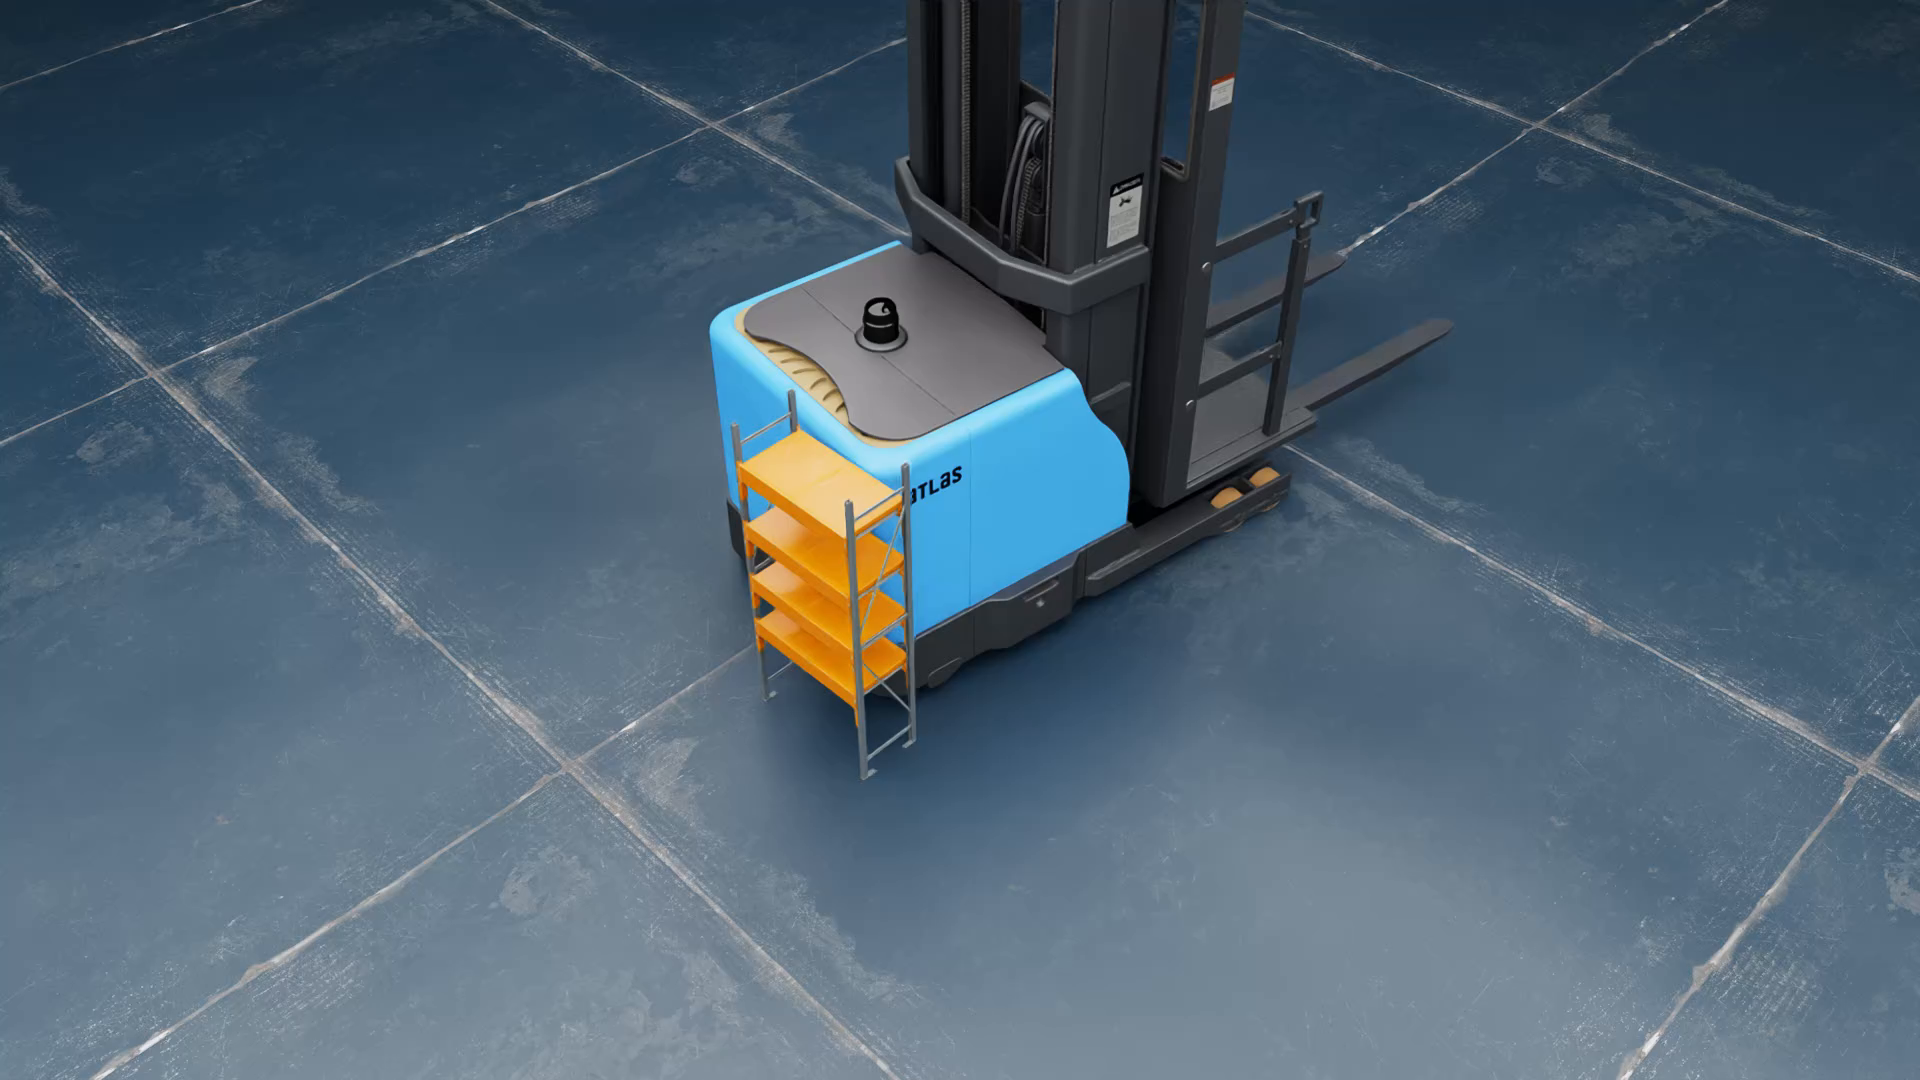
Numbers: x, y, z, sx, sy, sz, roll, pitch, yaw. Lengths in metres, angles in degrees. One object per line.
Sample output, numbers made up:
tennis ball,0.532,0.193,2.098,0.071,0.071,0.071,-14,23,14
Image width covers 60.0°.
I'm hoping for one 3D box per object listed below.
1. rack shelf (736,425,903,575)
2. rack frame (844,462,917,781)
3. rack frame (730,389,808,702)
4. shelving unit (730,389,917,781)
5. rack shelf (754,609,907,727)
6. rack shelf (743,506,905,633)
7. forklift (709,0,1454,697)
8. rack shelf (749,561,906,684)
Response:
rack shelf,-0.407,-0.124,4.921,0.480,0.148,0.258,34,52,31
rack frame,-0.233,0.280,5.062,0.015,1.200,0.240,34,52,31
rack frame,-0.582,0.049,5.312,0.015,1.200,0.240,34,52,31
shelving unit,-0.407,0.165,5.187,0.503,1.200,0.258,34,52,31
rack shelf,-0.408,0.360,5.367,0.480,0.148,0.258,34,52,31
rack shelf,-0.407,0.050,5.081,0.480,0.148,0.258,34,52,31
forklift,0.640,-1.369,5.572,3.031,2.935,1.130,-27,49,-26
rack shelf,-0.407,0.214,5.233,0.480,0.148,0.258,34,52,31
